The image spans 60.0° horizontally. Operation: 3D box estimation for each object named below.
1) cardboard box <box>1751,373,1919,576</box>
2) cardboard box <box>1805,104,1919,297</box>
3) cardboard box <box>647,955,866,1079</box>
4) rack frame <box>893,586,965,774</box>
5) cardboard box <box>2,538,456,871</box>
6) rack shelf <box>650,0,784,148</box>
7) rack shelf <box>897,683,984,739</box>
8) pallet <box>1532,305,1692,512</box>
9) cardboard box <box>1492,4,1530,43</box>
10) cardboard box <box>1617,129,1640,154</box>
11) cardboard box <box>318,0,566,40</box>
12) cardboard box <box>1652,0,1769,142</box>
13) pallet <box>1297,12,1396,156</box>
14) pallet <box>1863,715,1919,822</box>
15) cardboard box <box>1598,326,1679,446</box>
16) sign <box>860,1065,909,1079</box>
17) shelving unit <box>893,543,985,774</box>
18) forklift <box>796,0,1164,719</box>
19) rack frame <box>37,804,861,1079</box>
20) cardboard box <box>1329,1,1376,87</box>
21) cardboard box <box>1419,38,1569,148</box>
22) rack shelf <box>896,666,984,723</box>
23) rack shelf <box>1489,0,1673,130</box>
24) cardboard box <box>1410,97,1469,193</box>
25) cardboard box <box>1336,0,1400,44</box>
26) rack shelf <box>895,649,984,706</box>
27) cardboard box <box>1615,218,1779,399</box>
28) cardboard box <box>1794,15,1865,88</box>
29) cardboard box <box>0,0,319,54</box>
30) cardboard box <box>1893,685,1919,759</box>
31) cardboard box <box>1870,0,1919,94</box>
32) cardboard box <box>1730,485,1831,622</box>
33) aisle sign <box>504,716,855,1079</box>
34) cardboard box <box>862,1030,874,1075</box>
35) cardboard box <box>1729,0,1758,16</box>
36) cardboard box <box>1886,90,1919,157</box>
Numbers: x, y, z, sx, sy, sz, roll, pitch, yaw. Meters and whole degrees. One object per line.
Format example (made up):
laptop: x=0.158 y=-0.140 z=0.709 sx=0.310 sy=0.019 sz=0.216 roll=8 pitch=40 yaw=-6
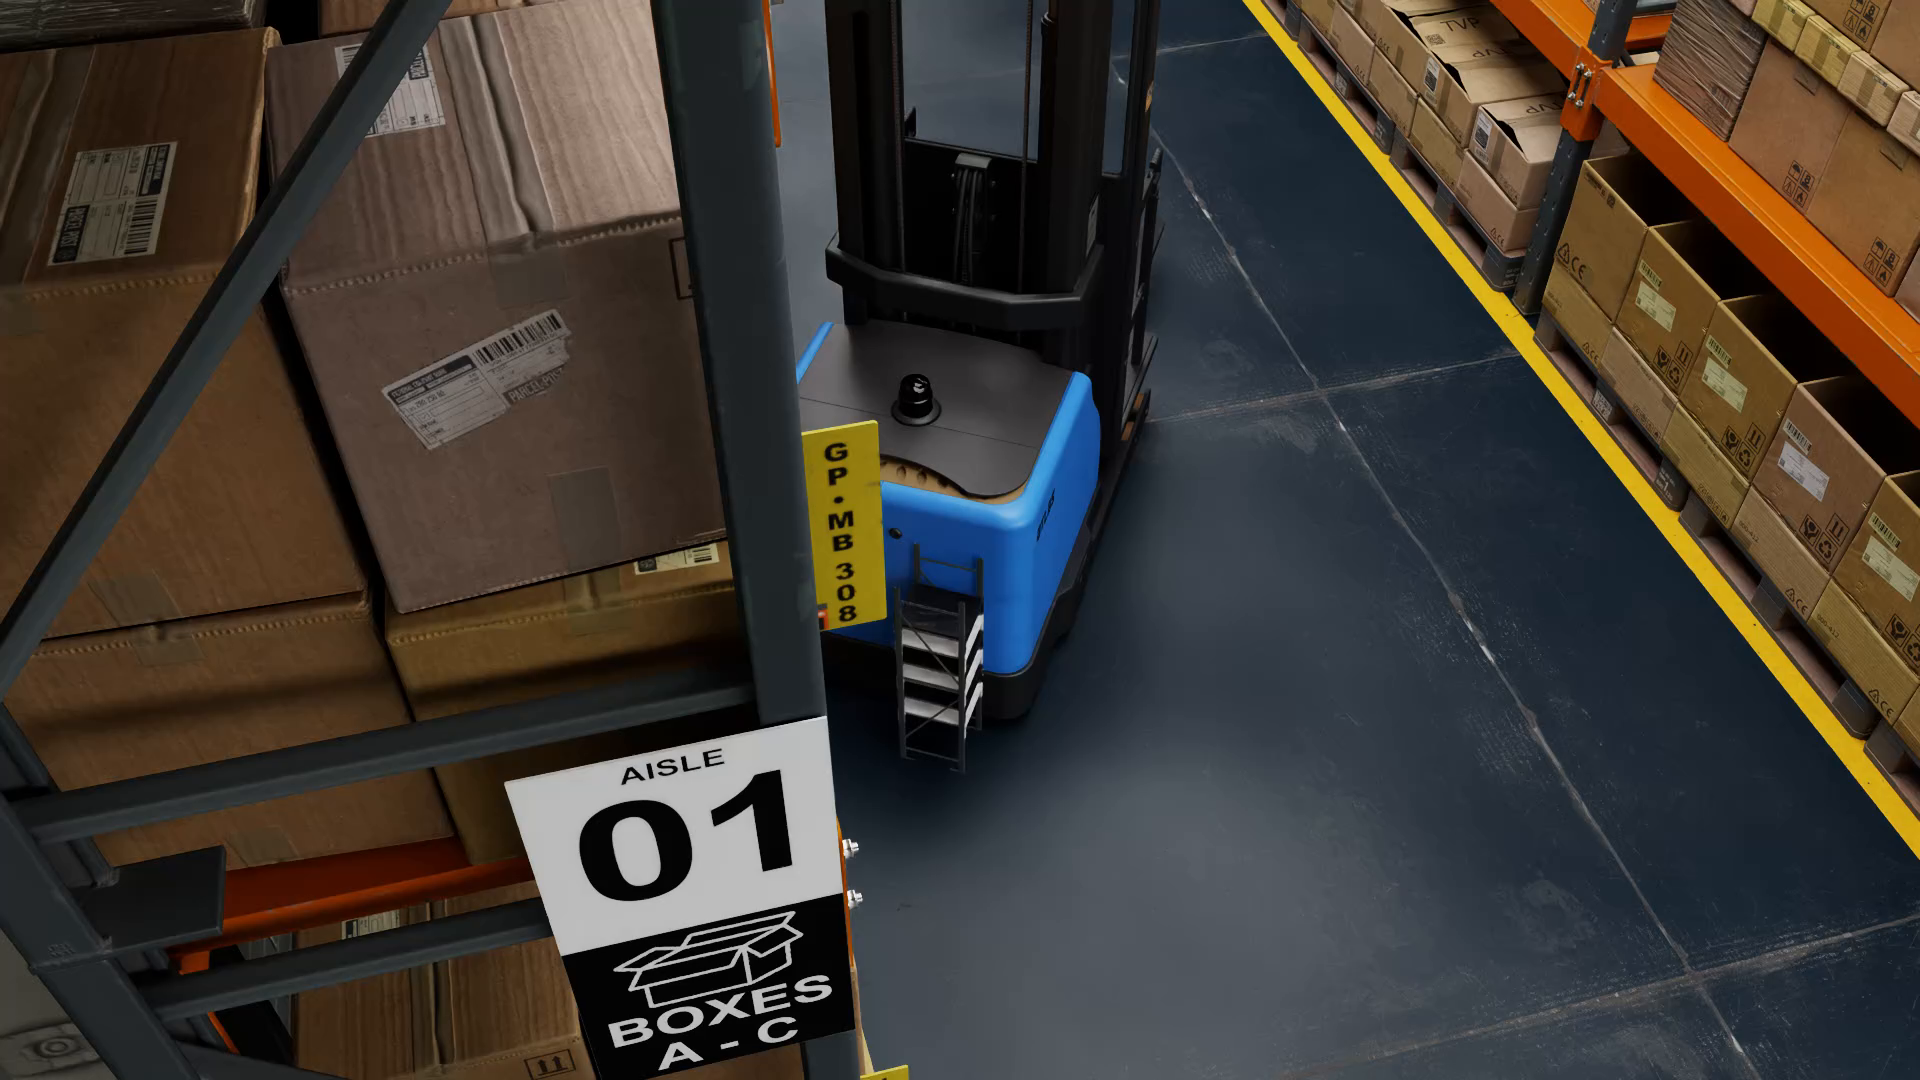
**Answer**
cardboard box: x=3.302 y=-0.258 z=6.009 sx=0.500 sy=0.500 sz=0.500 roll=-11 pitch=47 yaw=-10
cardboard box: x=3.485 y=-1.243 z=5.798 sx=0.700 sy=0.500 sz=0.500 roll=-10 pitch=46 yaw=-10
cardboard box: x=-0.496 y=0.845 z=3.388 sx=0.500 sy=0.500 sz=0.500 roll=-11 pitch=47 yaw=-10
rack frame: x=-0.099 y=0.491 z=5.638 sx=0.240 sy=0.900 sz=0.006 roll=13 pitch=47 yaw=12
cardboard box: x=-1.016 y=0.113 z=2.355 sx=0.500 sy=0.500 sz=0.500 roll=-8 pitch=46 yaw=-7
rack shelf: x=-1.176 y=-1.781 z=2.701 sx=1.077 sy=0.370 sz=4.000 roll=-11 pitch=47 yaw=-10
rack shelf: x=-0.068 y=0.571 z=5.859 sx=0.258 sy=0.077 sz=0.200 roll=13 pitch=47 yaw=12
pallet: x=3.263 y=-0.691 z=7.279 sx=1.003 sy=0.211 sz=1.213 roll=-11 pitch=47 yaw=-10
cardboard box: x=2.978 y=-2.639 z=8.475 sx=0.500 sy=0.311 sz=0.500 roll=-12 pitch=47 yaw=-12
cardboard box: x=3.234 y=-1.935 z=7.785 sx=0.500 sy=0.311 sz=0.500 roll=-11 pitch=47 yaw=-10
cardboard box: x=-0.608 y=-0.662 z=2.414 sx=0.500 sy=0.500 sz=0.500 roll=-11 pitch=47 yaw=-11
cardboard box: x=3.219 y=-1.953 z=6.494 sx=0.700 sy=0.500 sz=0.500 roll=-12 pitch=47 yaw=-11
pallet: x=2.557 y=-2.593 z=9.143 sx=1.003 sy=0.211 sz=1.213 roll=-11 pitch=47 yaw=-10
pallet: x=3.887 y=0.994 z=5.628 sx=1.003 sy=0.211 sz=1.213 roll=-11 pitch=47 yaw=-10
cardboard box: x=3.048 y=-0.687 z=6.954 sx=0.500 sy=0.250 sz=0.500 roll=-11 pitch=47 yaw=-10
sign: x=-0.140 y=1.044 z=3.021 sx=0.100 sy=0.325 sz=0.005 roll=-11 pitch=47 yaw=-10
shelving unit: x=-0.068 y=0.422 z=5.706 sx=0.258 sy=0.900 sz=0.210 roll=13 pitch=47 yaw=12
forklift: x=0.190 y=-1.451 z=6.120 sx=1.130 sy=2.935 sz=3.031 roll=13 pitch=47 yaw=12
rack frame: x=-0.664 y=1.446 z=3.232 sx=1.000 sy=3.000 sz=0.127 roll=-11 pitch=47 yaw=-10
cardboard box: x=2.325 y=-2.696 z=8.923 sx=0.500 sy=0.250 sz=0.500 roll=-10 pitch=46 yaw=-10
cardboard box: x=2.579 y=-2.190 z=8.034 sx=0.500 sy=0.311 sz=0.500 roll=-10 pitch=46 yaw=-9
rack shelf: x=-0.068 y=0.508 z=5.794 sx=0.258 sy=0.077 sz=0.200 roll=13 pitch=47 yaw=12
rack shelf: x=2.587 y=-3.353 z=8.439 sx=1.077 sy=0.370 sz=4.000 roll=-11 pitch=47 yaw=-10
cardboard box: x=2.585 y=-1.991 z=8.232 sx=0.500 sy=0.250 sz=0.500 roll=-11 pitch=47 yaw=-11
cardboard box: x=2.329 y=-2.882 z=8.713 sx=0.500 sy=0.311 sz=0.500 roll=-11 pitch=47 yaw=-11
rack shelf: x=-0.068 y=0.445 z=5.730 sx=0.258 sy=0.077 sz=0.200 roll=13 pitch=47 yaw=12
cardboard box: x=3.051 y=-0.950 z=6.686 sx=0.500 sy=0.500 sz=0.500 roll=-11 pitch=47 yaw=-10
cardboard box: x=3.182 y=-1.733 z=5.824 sx=0.380 sy=0.149 sz=0.250 roll=-11 pitch=47 yaw=-11
cardboard box: x=-1.178 y=-0.620 z=2.373 sx=0.500 sy=0.500 sz=0.500 roll=-8 pitch=46 yaw=-8
cardboard box: x=3.561 y=0.694 z=5.601 sx=0.500 sy=0.250 sz=0.500 roll=-11 pitch=47 yaw=-10
cardboard box: x=3.477 y=-1.713 z=5.350 sx=0.700 sy=0.500 sz=0.500 roll=-11 pitch=47 yaw=-10
cardboard box: x=3.305 y=0.004 z=6.277 sx=0.500 sy=0.250 sz=0.500 roll=-11 pitch=47 yaw=-10
aisle sign: x=-0.356 y=0.531 z=2.309 sx=0.394 sy=0.787 sz=0.004 roll=-11 pitch=47 yaw=-10
cardboard box: x=-0.482 y=1.097 z=3.666 sx=0.500 sy=0.250 sz=0.500 roll=-12 pitch=47 yaw=-11
cardboard box: x=3.045 y=-2.092 z=6.175 sx=0.380 sy=0.149 sz=0.250 roll=-10 pitch=46 yaw=-10
cardboard box: x=3.315 y=-1.376 z=5.474 sx=0.380 sy=0.149 sz=0.250 roll=-12 pitch=47 yaw=-11
